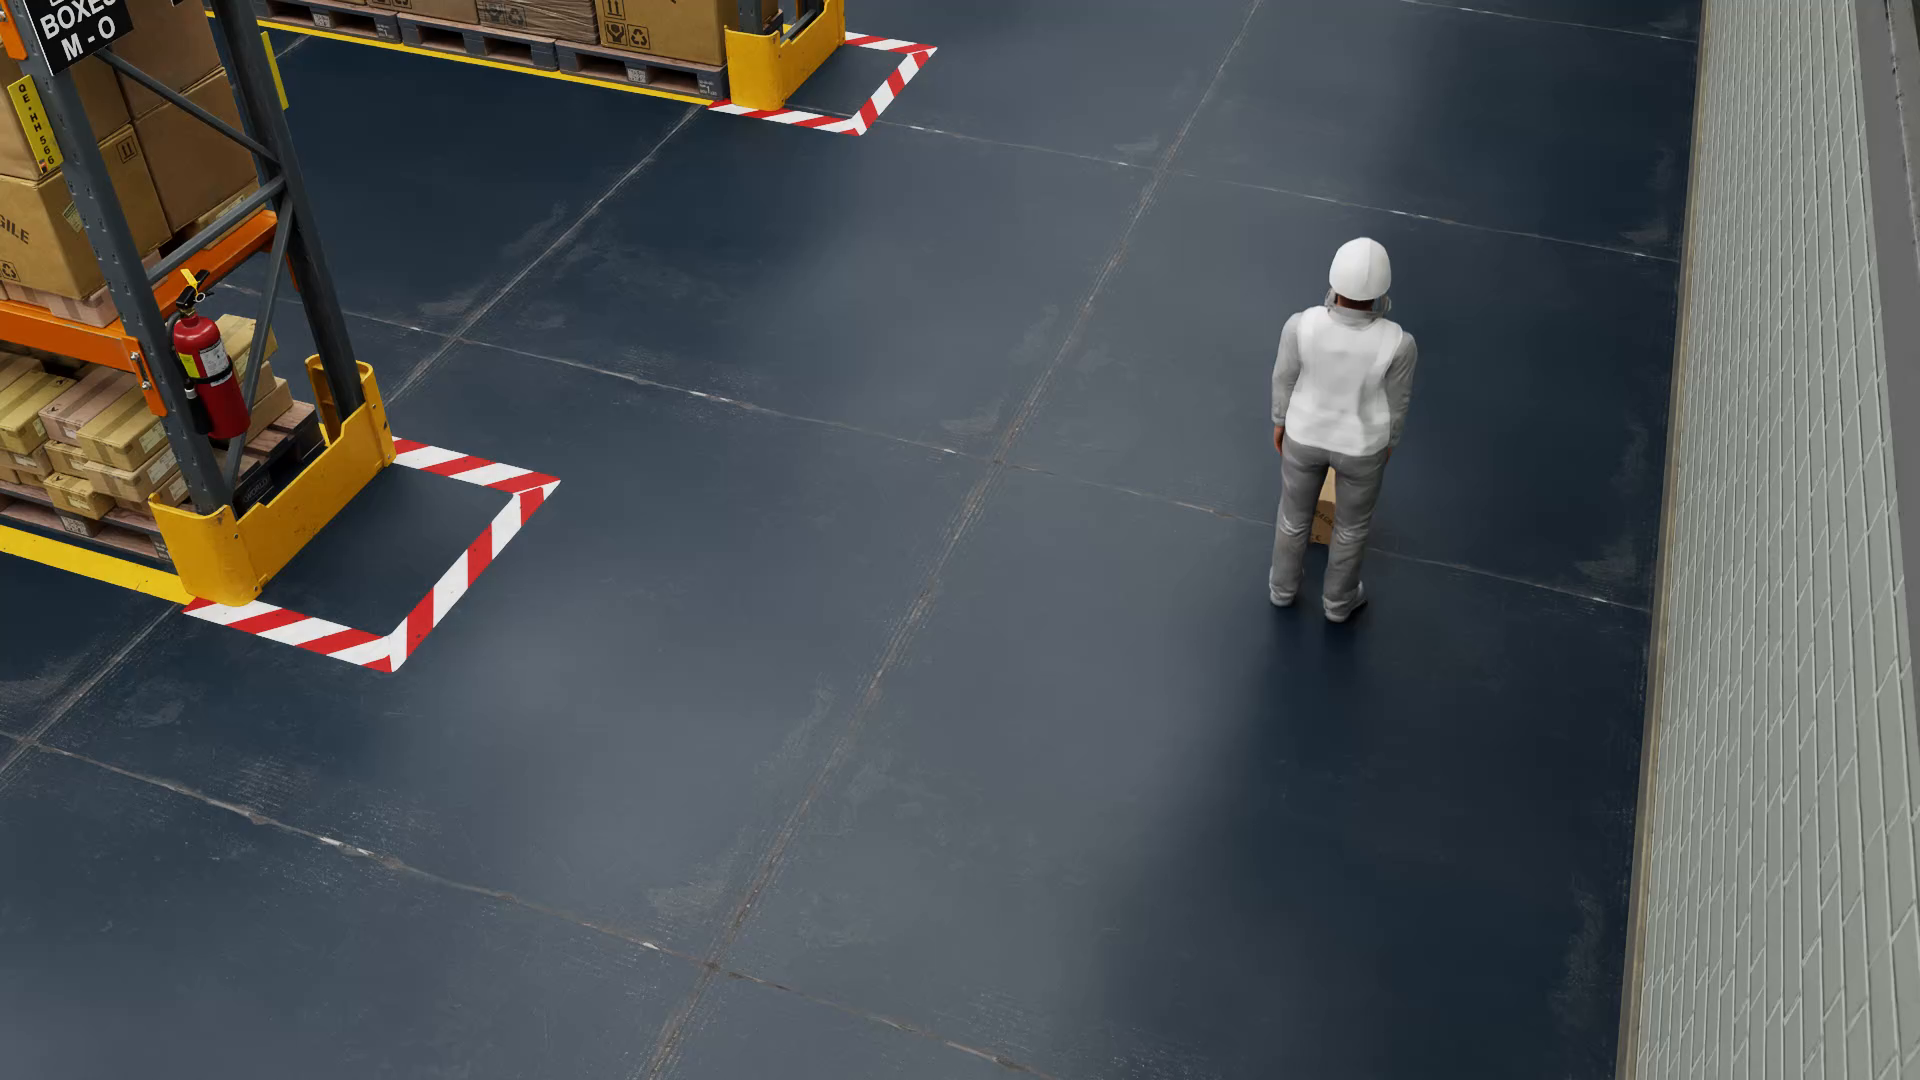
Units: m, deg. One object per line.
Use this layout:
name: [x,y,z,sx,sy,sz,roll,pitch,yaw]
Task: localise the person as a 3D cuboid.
person: [1.487,-0.428,6.629,0.533,1.787,0.357,14,43,15]
